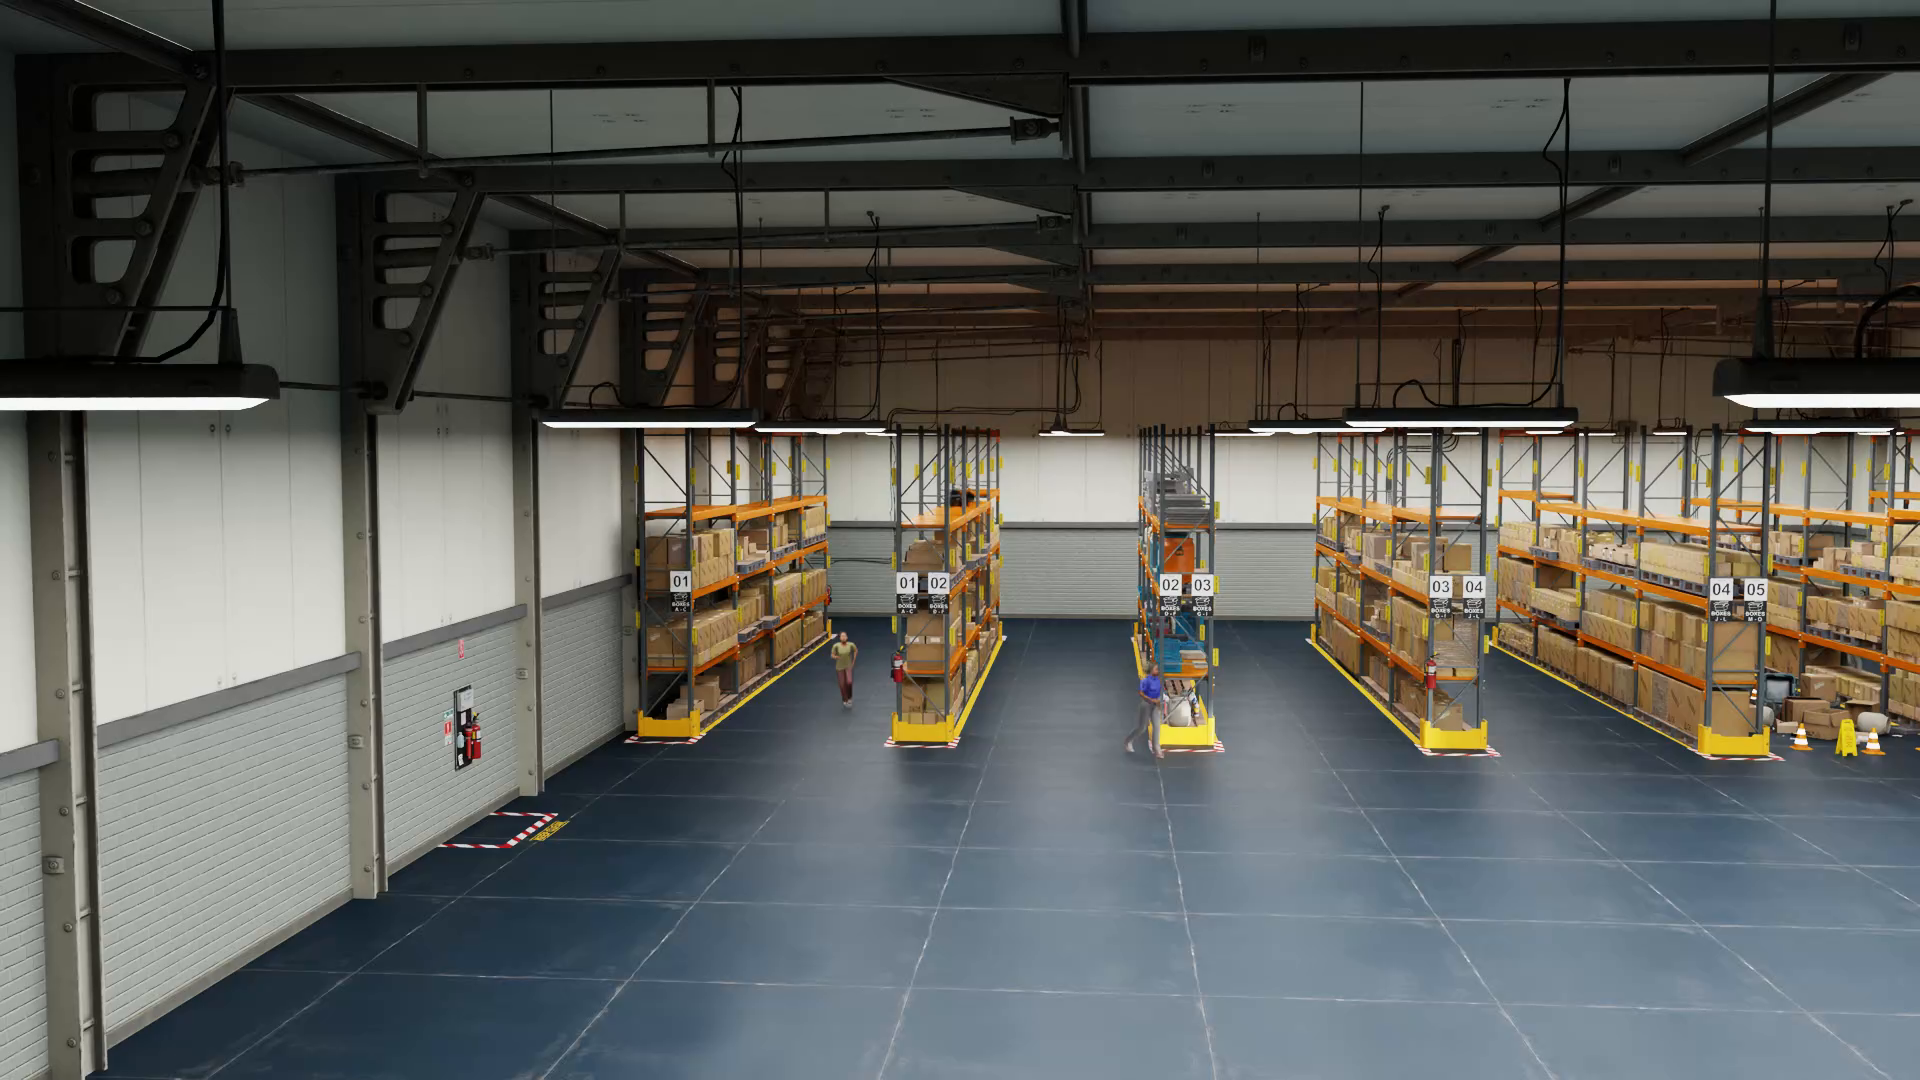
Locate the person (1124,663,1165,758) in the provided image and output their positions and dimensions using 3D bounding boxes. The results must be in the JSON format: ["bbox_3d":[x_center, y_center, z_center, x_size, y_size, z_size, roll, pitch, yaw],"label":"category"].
[{"bbox_3d":[3.446,3.064,30.144,0.627,1.645,0.852,-3,5,-42],"label":"person"}]

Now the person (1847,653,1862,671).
[{"bbox_3d":[21.512,2.441,40.040,0.552,1.663,0.628,0,3,4],"label":"person"}]

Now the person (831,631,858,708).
[{"bbox_3d":[-2.463,2.743,35.326,0.569,1.637,0.690,0,3,-3],"label":"person"}]
